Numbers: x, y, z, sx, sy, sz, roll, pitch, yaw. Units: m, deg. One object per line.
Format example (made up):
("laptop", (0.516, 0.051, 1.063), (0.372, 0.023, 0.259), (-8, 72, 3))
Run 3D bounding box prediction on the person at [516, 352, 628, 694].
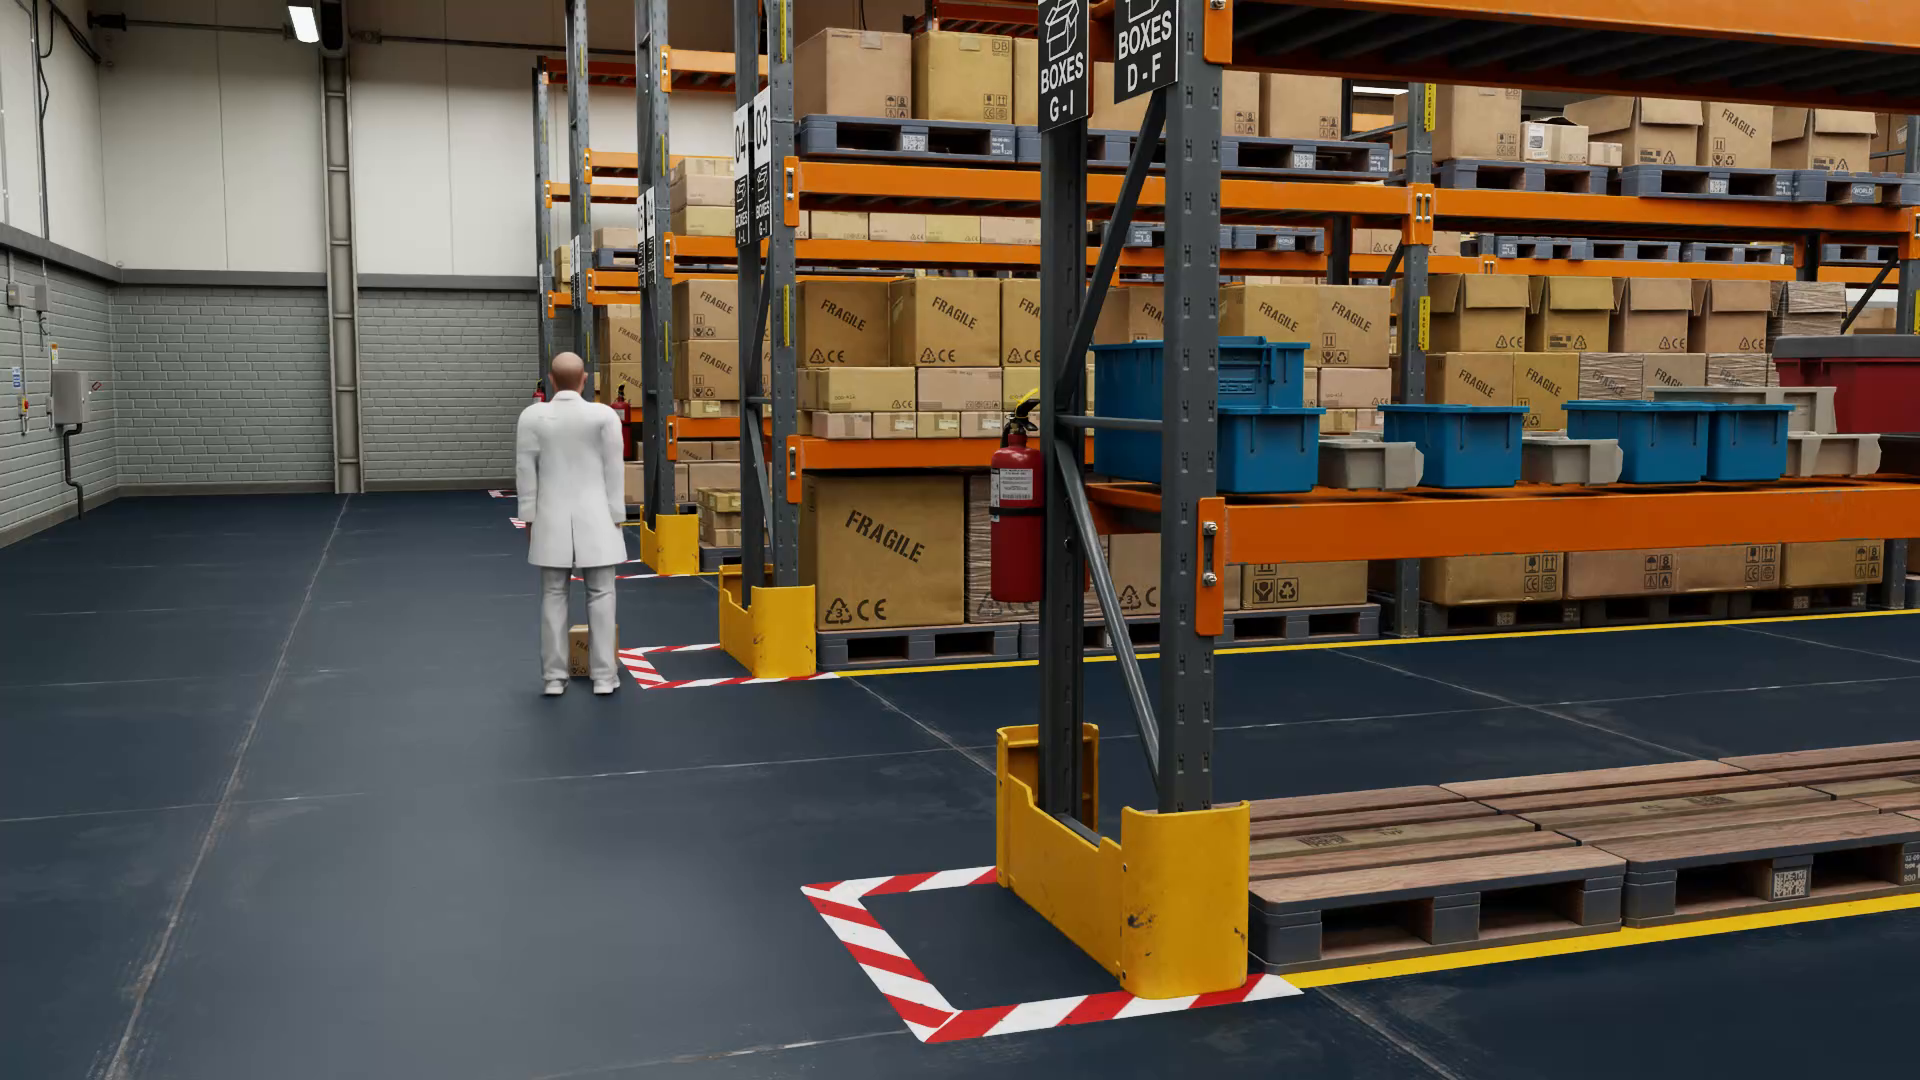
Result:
("person", (-2.026, -0.088, 8.692), (0.562, 1.774, 0.379), (0, 6, -4))
